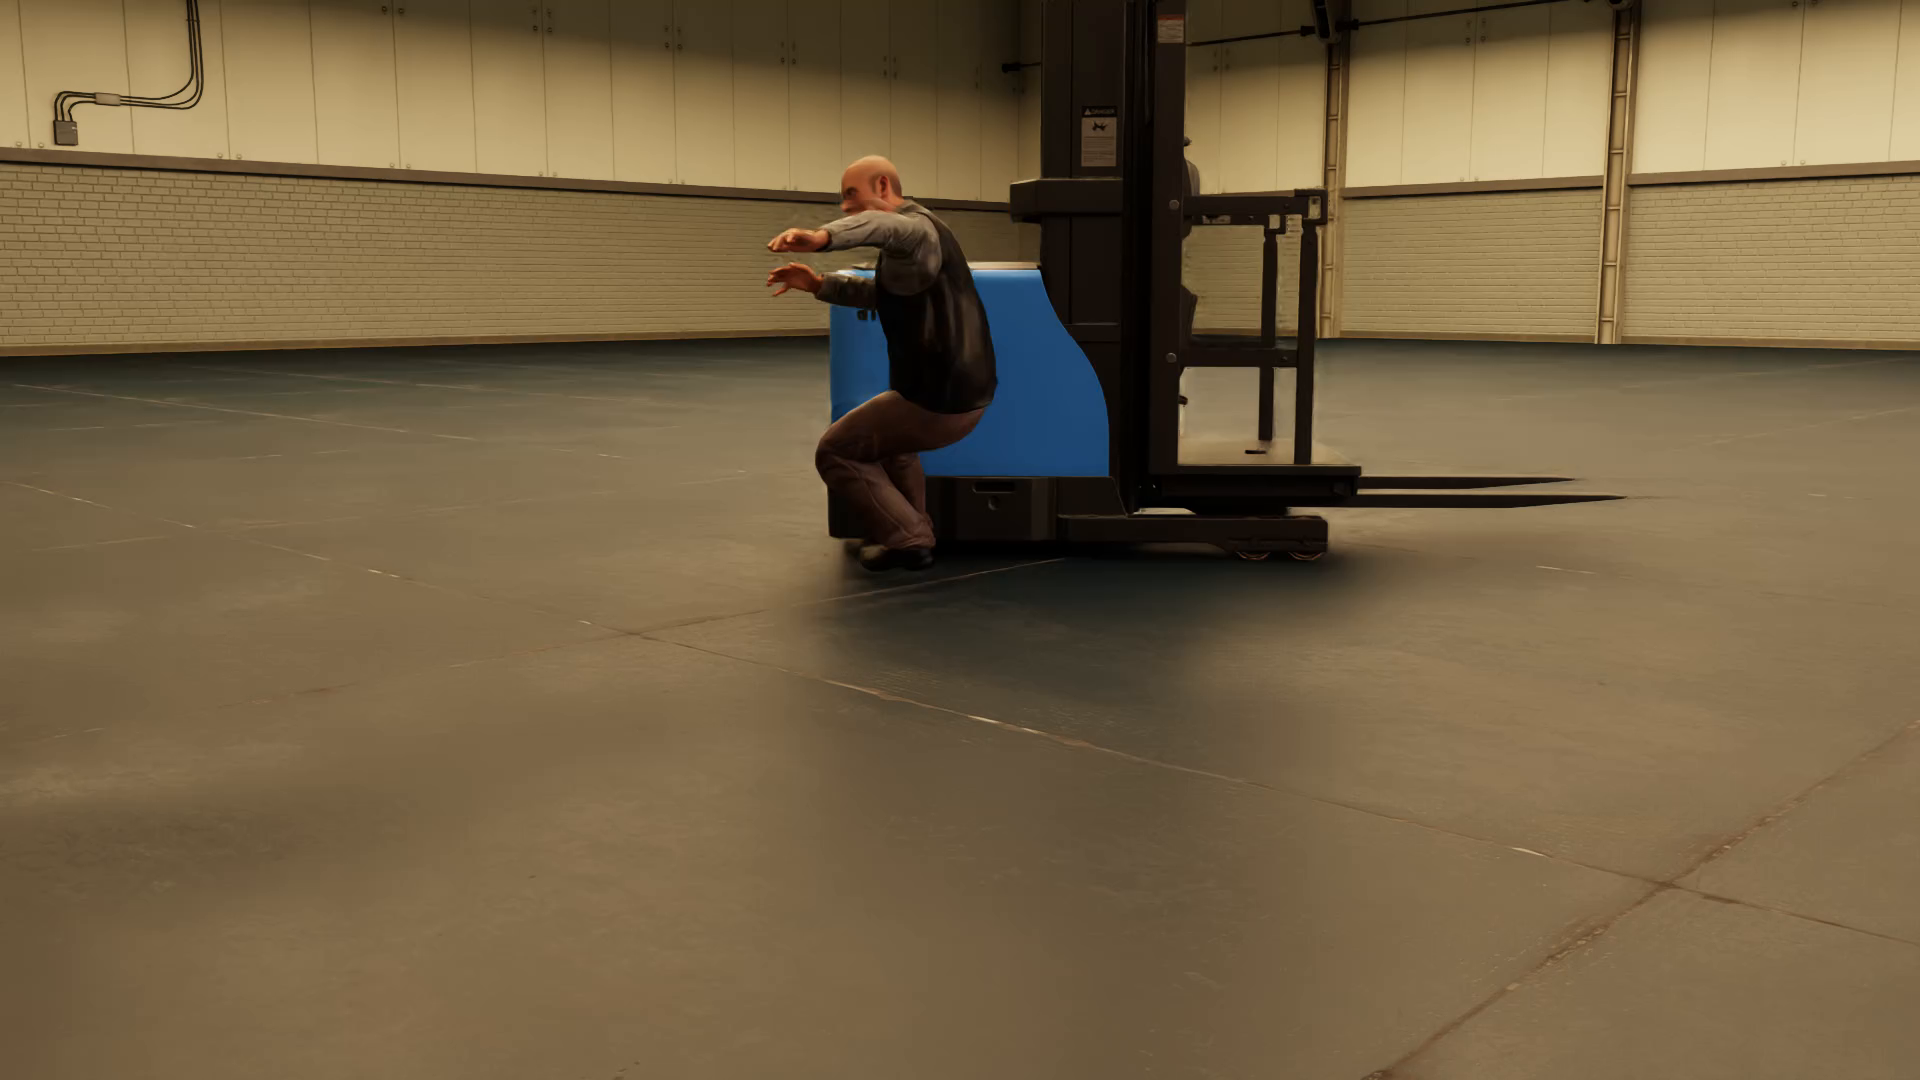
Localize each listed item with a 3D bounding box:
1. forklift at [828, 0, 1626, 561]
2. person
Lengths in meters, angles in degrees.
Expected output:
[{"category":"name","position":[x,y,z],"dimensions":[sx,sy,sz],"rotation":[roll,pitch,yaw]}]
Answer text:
[{"category":"forklift","position":[1.029,-1.451,6.513],"dimensions":[3.031,2.935,1.130],"rotation":[0,9,2]},{"category":"person","position":[-0.280,-0.550,5.548],"dimensions":[0.793,1.438,1.577],"rotation":[1,9,8]}]
